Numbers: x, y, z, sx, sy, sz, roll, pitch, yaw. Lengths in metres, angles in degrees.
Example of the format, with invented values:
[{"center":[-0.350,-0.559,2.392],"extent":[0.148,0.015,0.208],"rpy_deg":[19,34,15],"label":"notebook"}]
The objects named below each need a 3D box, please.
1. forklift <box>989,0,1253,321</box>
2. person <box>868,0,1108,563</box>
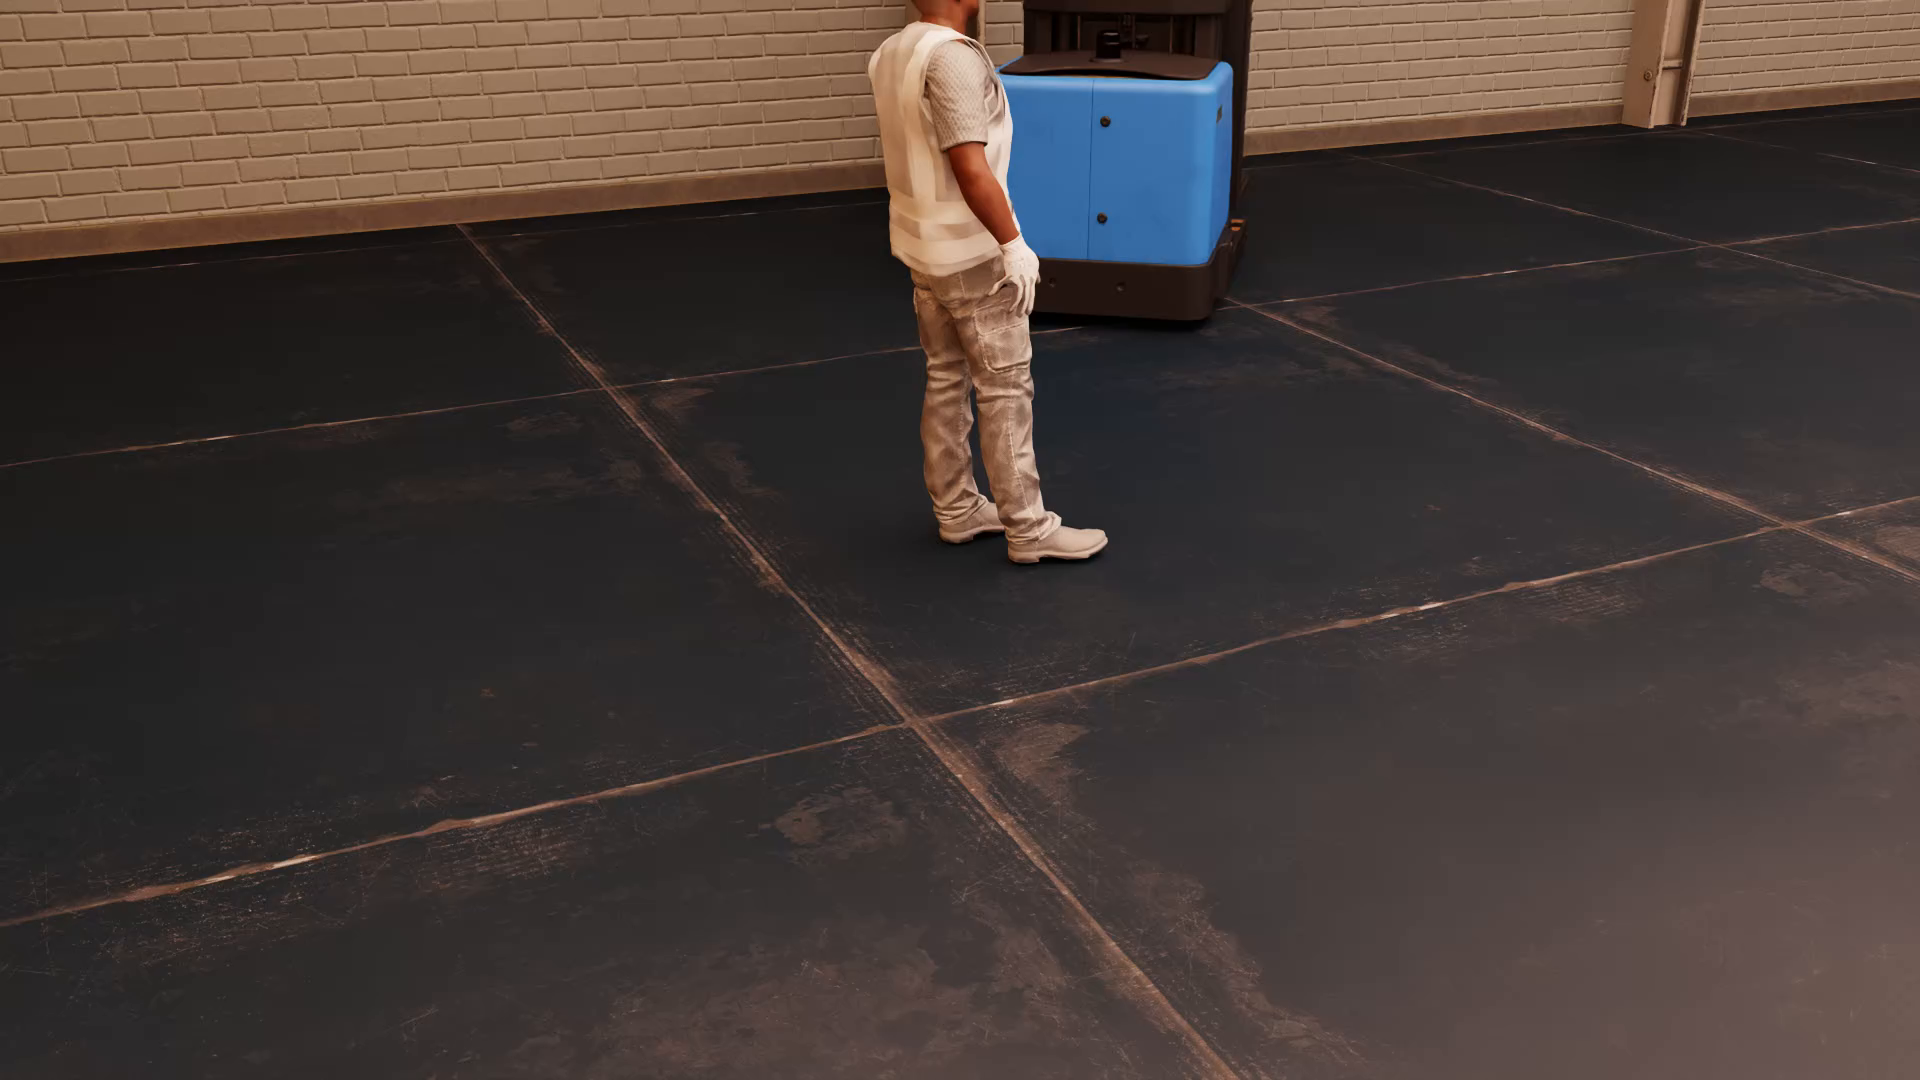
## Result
[{"center":[0.907,-2.839,8.120],"extent":[1.130,2.935,3.031],"rpy_deg":[5,23,12],"label":"forklift"},{"center":[0.068,-0.839,4.783],"extent":[0.577,1.781,0.656],"rpy_deg":[-10,25,-23],"label":"person"}]
